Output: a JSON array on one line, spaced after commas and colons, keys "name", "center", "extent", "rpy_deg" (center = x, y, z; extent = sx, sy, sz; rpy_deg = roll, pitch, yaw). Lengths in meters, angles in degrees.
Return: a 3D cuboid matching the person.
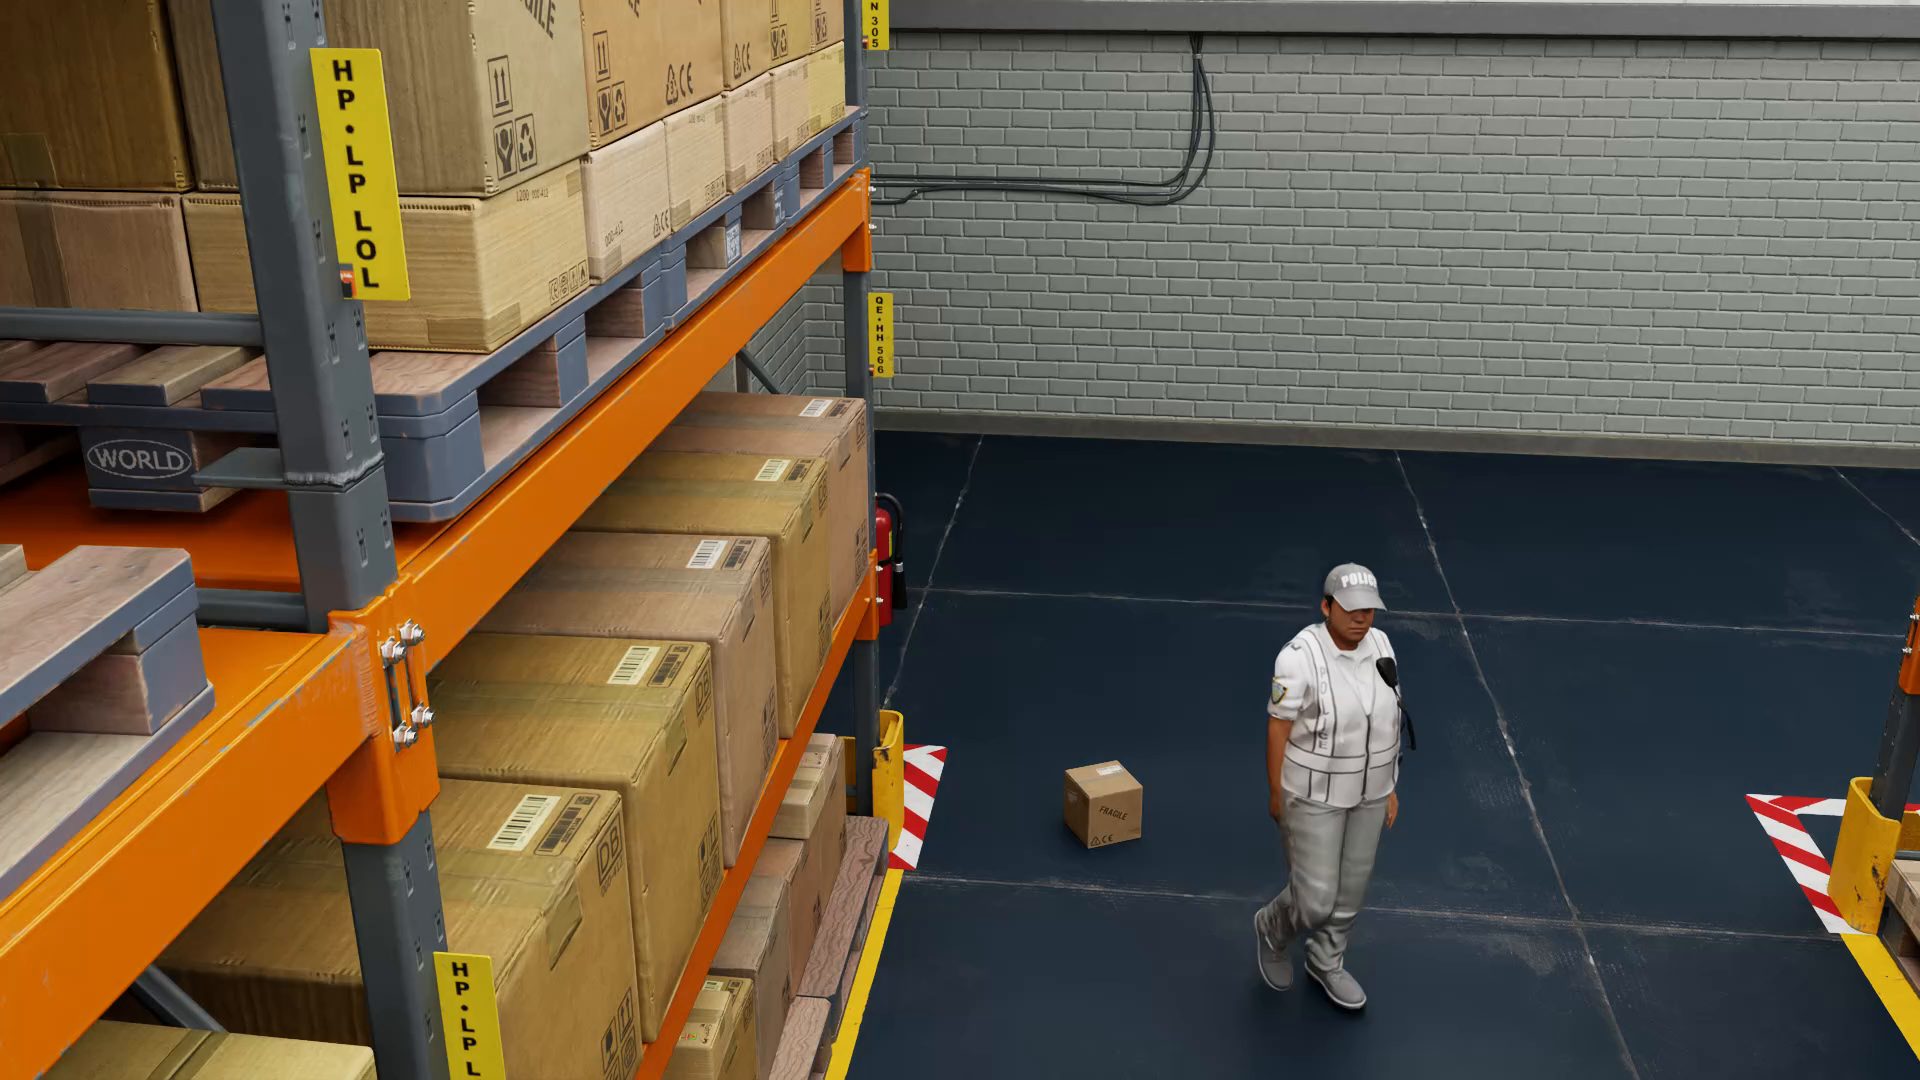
[{"name": "person", "center": [1.307, 0.875, 5.788], "extent": [0.479, 1.667, 0.453], "rpy_deg": [-8, 23, -20]}]
